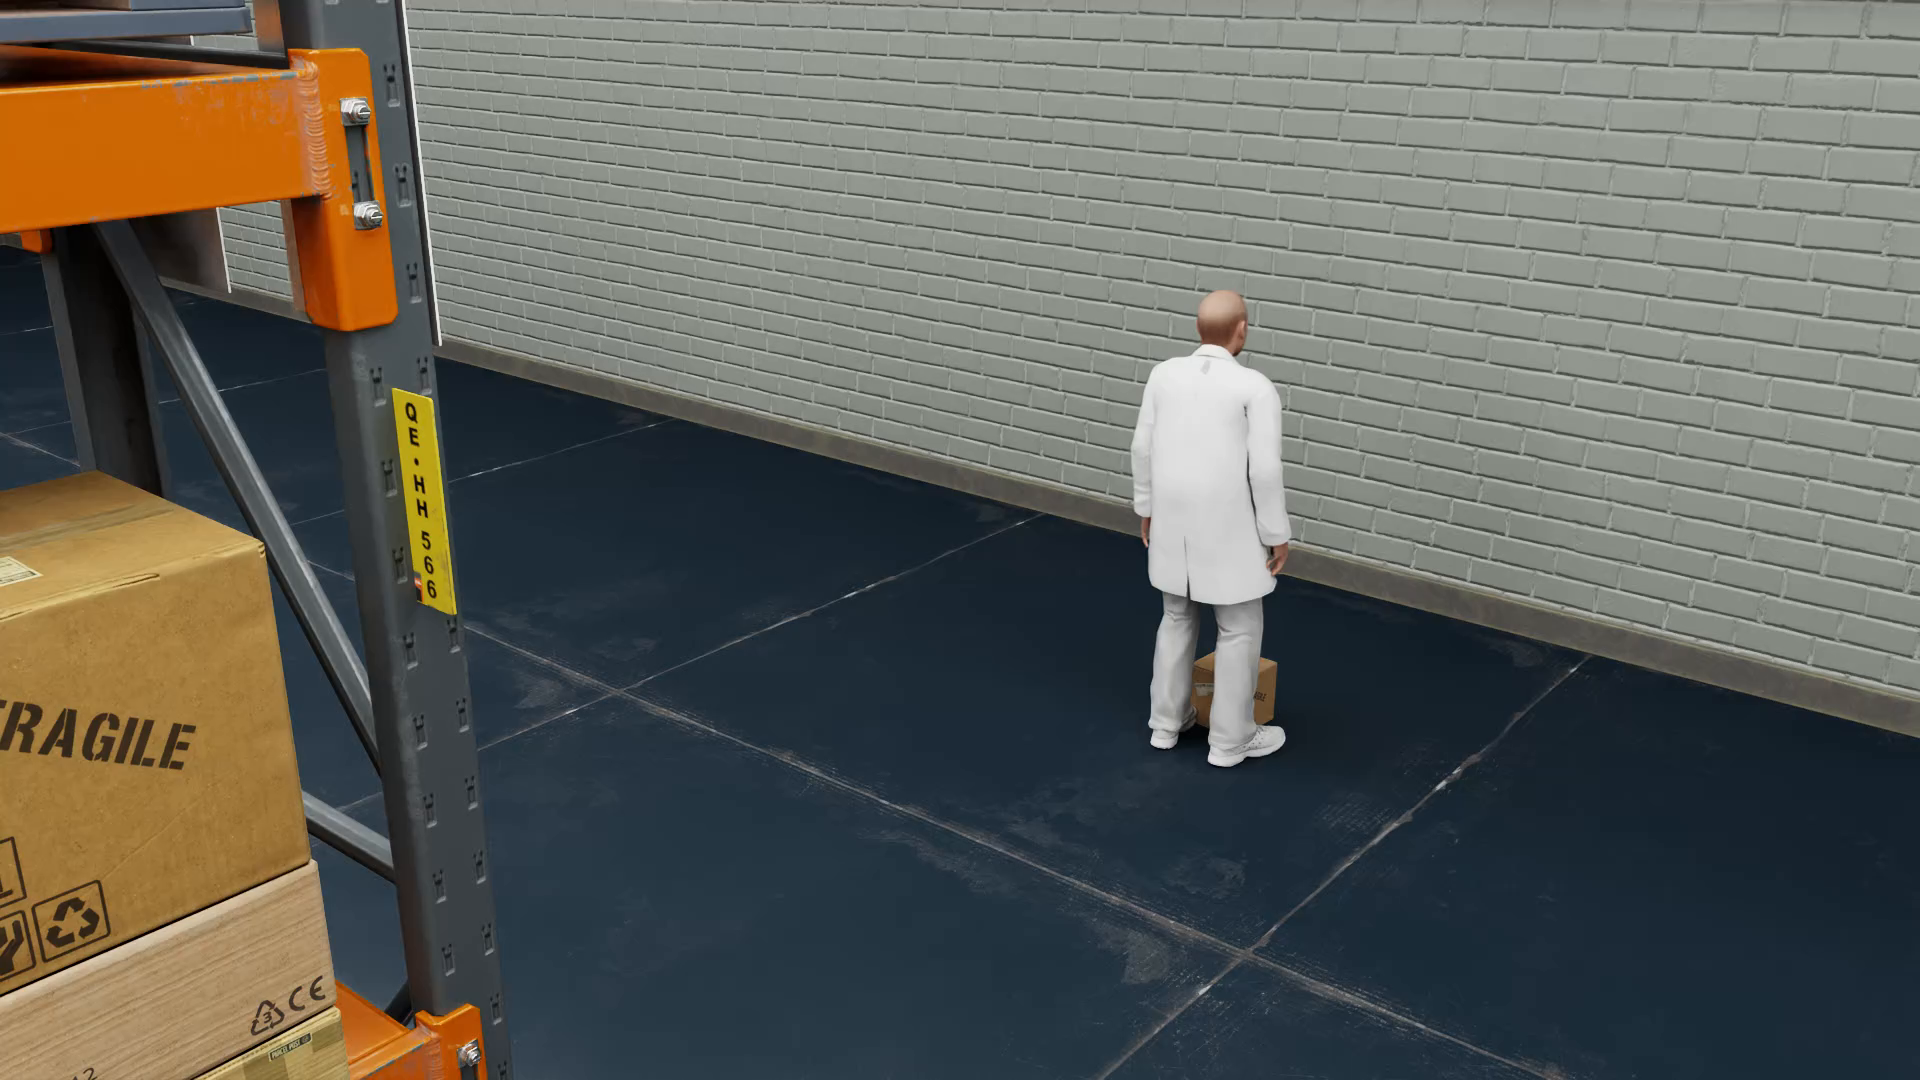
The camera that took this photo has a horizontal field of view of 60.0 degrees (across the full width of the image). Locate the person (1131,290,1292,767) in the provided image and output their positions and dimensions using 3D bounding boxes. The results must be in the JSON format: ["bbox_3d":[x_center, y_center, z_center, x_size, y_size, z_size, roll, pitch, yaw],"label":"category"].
[{"bbox_3d":[0.931,-0.044,6.217,0.652,1.774,0.416,15,25,36],"label":"person"}]
